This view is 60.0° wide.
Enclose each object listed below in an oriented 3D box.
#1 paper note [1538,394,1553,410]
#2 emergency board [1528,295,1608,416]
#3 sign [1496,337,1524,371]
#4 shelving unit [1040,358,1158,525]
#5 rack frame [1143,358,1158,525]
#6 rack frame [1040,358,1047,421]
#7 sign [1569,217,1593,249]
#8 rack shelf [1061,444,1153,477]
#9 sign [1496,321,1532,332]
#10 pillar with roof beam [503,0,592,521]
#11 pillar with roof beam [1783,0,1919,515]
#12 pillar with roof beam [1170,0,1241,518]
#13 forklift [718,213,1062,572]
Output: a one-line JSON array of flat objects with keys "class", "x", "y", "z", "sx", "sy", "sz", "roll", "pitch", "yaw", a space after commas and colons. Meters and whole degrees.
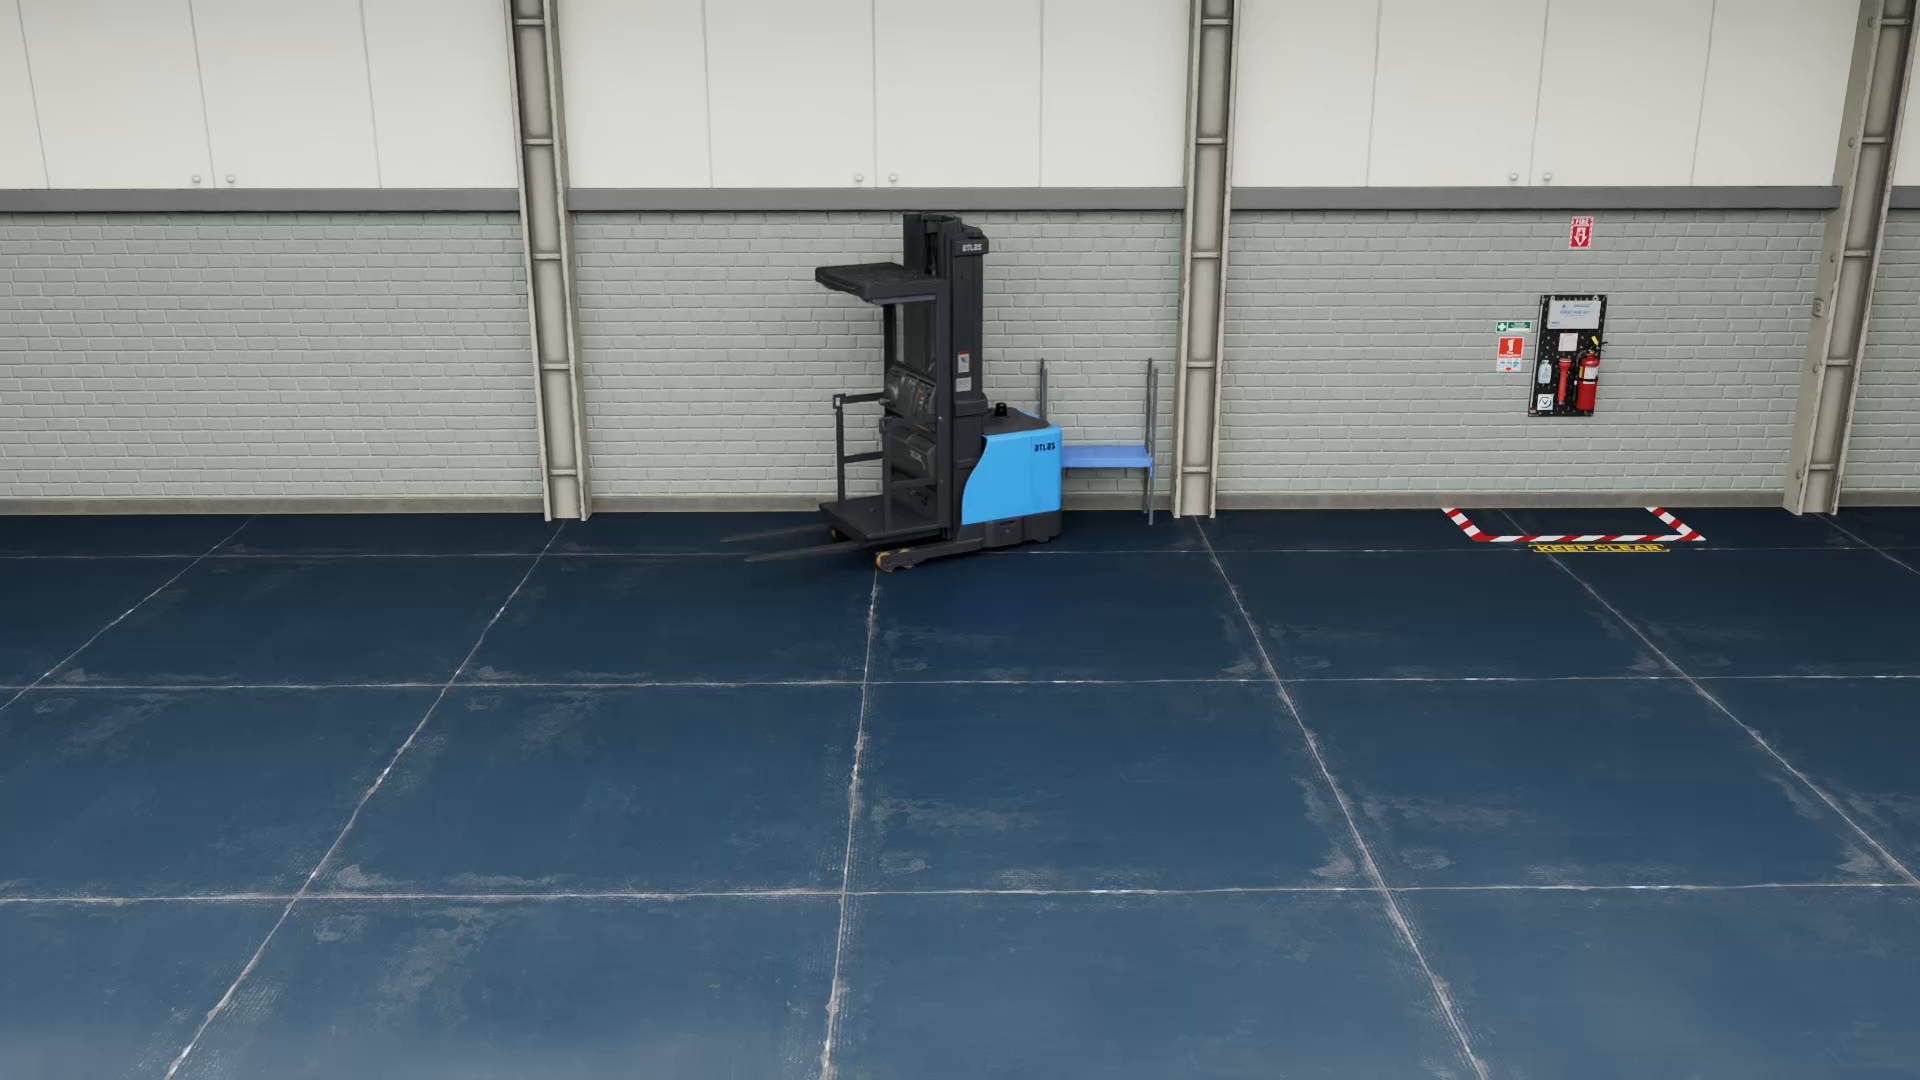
[{"class": "paper note", "x": 5.594, "y": -1.317, "z": 15.888, "sx": 0.142, "sy": 0.148, "sz": 0.016, "roll": 0, "pitch": 18, "yaw": -1}, {"class": "emergency board", "x": 5.772, "y": -1.717, "z": 15.691, "sx": 0.643, "sy": 1.169, "sz": 0.194, "roll": 0, "pitch": 18, "yaw": -1}, {"class": "sign", "x": 5.218, "y": -1.763, "z": 15.775, "sx": 0.234, "sy": 0.329, "sz": 0.001, "roll": 0, "pitch": 18, "yaw": -1}, {"class": "shelving unit", "x": 1.288, "y": -0.928, "z": 15.687, "sx": 1.048, "sy": 1.500, "sz": 0.538, "roll": 0, "pitch": 18, "yaw": -1}, {"class": "rack frame", "x": 1.797, "y": -0.931, "z": 15.696, "sx": 0.032, "sy": 1.500, "sz": 0.500, "roll": 0, "pitch": 18, "yaw": -1}, {"class": "rack frame", "x": 0.780, "y": -0.925, "z": 15.677, "sx": 0.032, "sy": 1.500, "sz": 0.500, "roll": 0, "pitch": 18, "yaw": -1}, {"class": "sign", "x": 5.763, "y": -2.851, "z": 15.431, "sx": 0.199, "sy": 0.298, "sz": 0.001, "roll": 0, "pitch": 18, "yaw": -1}, {"class": "rack shelf", "x": 1.288, "y": -0.756, "z": 15.742, "sx": 1.000, "sy": 0.185, "sz": 0.538, "roll": 0, "pitch": 18, "yaw": -1}, {"class": "sign", "x": 5.223, "y": -2.012, "z": 15.686, "sx": 0.331, "sy": 0.109, "sz": 0.001, "roll": 0, "pitch": 18, "yaw": -1}, {"class": "pillar with roof beam", "x": -3.687, "y": -3.201, "z": 10.496, "sx": 0.400, "sy": 9.000, "sz": 9.100, "roll": 0, "pitch": 18, "yaw": -1}, {"class": "pillar with roof beam", "x": 8.312, "y": -3.259, "z": 10.677, "sx": 0.400, "sy": 9.000, "sz": 9.100, "roll": 0, "pitch": 18, "yaw": -1}, {"class": "pillar with roof beam", "x": 2.313, "y": -3.230, "z": 10.586, "sx": 0.400, "sy": 9.000, "sz": 9.100, "roll": 0, "pitch": 18, "yaw": -1}, {"class": "forklift", "x": -0.617, "y": -1.307, "z": 14.524, "sx": 3.031, "sy": 2.935, "sz": 1.130, "roll": -9, "pitch": 20, "yaw": -26}]
